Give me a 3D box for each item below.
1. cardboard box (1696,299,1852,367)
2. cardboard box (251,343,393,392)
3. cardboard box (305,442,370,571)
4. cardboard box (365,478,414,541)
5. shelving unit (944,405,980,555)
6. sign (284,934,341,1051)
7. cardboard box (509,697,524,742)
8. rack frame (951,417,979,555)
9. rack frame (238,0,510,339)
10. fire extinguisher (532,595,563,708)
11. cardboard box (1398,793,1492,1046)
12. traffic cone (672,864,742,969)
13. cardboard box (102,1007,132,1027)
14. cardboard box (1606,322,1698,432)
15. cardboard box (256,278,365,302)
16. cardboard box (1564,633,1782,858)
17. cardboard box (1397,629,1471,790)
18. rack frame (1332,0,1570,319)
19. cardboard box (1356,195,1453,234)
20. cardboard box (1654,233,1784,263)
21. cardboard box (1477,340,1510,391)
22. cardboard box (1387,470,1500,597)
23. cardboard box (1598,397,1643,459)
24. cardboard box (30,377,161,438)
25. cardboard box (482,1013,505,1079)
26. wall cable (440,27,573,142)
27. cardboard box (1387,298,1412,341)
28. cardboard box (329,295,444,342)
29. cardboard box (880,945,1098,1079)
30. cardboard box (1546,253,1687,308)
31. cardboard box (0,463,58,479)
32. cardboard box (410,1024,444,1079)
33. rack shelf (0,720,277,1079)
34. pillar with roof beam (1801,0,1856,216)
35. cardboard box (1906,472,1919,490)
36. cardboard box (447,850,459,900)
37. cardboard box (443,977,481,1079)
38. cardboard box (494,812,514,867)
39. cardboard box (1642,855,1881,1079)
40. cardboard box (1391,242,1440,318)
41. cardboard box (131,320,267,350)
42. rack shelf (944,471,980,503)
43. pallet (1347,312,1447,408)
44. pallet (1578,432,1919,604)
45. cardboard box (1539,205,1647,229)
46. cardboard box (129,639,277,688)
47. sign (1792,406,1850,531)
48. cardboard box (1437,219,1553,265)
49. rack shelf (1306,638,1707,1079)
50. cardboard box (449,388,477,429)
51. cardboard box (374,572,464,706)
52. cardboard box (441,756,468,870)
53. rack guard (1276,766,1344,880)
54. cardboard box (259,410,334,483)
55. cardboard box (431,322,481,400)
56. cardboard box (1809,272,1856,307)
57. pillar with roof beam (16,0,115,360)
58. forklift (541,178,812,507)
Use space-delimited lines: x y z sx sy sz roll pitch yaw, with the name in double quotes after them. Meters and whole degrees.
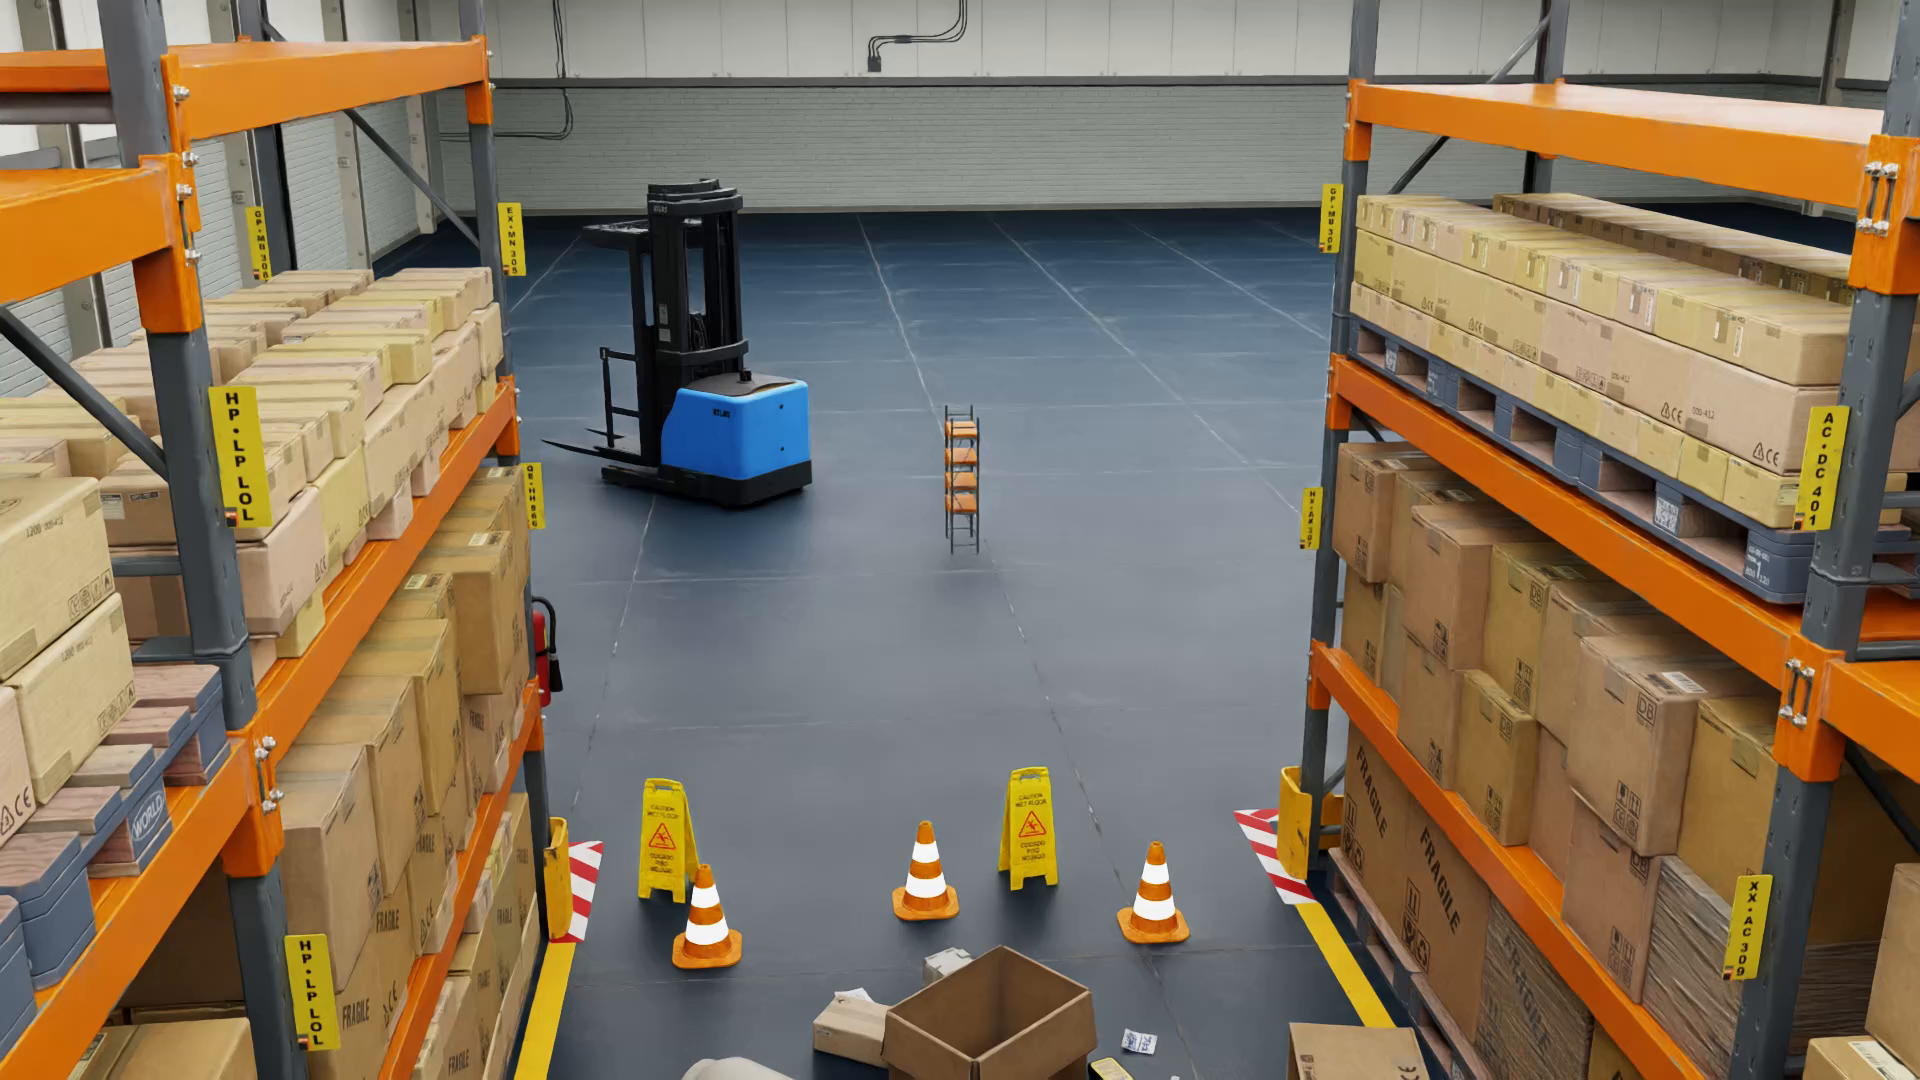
2.369 -0.598 4.787 0.380 0.149 0.250 -2 18 -6 "cardboard box"
-2.114 -0.557 5.524 0.380 0.149 0.250 -1 17 -5 "cardboard box"
-1.999 -0.095 4.718 0.500 0.250 0.500 -2 18 -6 "cardboard box"
-1.998 -0.099 5.397 0.380 0.149 0.250 -2 18 -7 "cardboard box"
0.017 -0.523 14.340 0.258 1.200 0.503 -2 18 -6 "shelving unit"
-1.612 1.129 4.141 0.100 0.325 0.005 -2 18 -6 "sign"
-2.189 0.804 7.527 0.380 0.149 0.250 -2 18 -6 "cardboard box"
0.042 -0.450 14.109 0.240 1.200 0.015 -2 18 -6 "rack frame"
-2.576 -2.355 7.154 1.000 3.000 0.127 -2 18 -6 "rack frame"
-2.130 0.496 8.218 0.296 0.674 0.183 -2 18 -6 "fire extinguisher"
2.565 1.600 7.419 0.875 0.875 0.875 -2 18 -7 "cardboard box"
-1.249 1.806 8.152 0.336 0.463 0.334 -2 18 -6 "traffic cone"
-2.457 1.385 4.595 0.500 0.500 0.500 -2 18 -7 "cardboard box"
2.391 -0.523 5.212 0.500 0.250 0.500 -2 18 -6 "cardboard box"
-2.701 -0.997 6.927 0.380 0.149 0.250 -2 18 -6 "cardboard box"
2.573 0.658 5.520 0.875 0.550 0.550 -2 18 -6 "cardboard box"
2.431 0.696 7.202 0.875 0.550 0.550 -2 18 -6 "cardboard box"
2.337 -2.538 7.737 1.000 3.000 0.127 -2 18 -6 "rack frame"
2.055 -1.506 7.679 0.380 0.149 0.250 -2 17 -5 "cardboard box"
2.866 -1.071 6.293 0.380 0.149 0.250 -2 18 -5 "cardboard box"
2.210 -0.671 6.350 0.380 0.149 0.250 -2 18 -5 "cardboard box"
2.485 0.010 7.583 0.875 0.550 0.550 -2 18 -6 "cardboard box"
2.313 -0.370 5.391 0.380 0.149 0.250 -2 18 -5 "cardboard box"
-2.537 -0.390 4.992 0.380 0.149 0.250 -2 18 -7 "cardboard box"
-2.120 2.162 6.673 0.500 0.250 0.500 -2 18 -8 "cardboard box"
-10.421 -10.340 37.774 3.097 2.526 0.112 -2 18 -6 "wall cable"
2.106 -0.972 7.310 0.380 0.149 0.250 -2 18 -5 "cardboard box"
-2.240 -0.862 6.495 0.380 0.149 0.250 -2 18 -5 "cardboard box"
0.123 2.144 7.009 0.637 0.503 0.797 16 24 42 "cardboard box"
2.265 -0.899 5.744 0.380 0.149 0.250 -2 18 -6 "cardboard box"
-2.414 -0.080 4.005 0.380 0.149 0.250 -1 17 -4 "cardboard box"
-1.964 1.767 5.595 0.380 0.149 0.250 -1 17 -4 "cardboard box"
-1.958 1.207 2.017 1.077 0.370 4.000 -2 18 -6 "rack shelf"
15.618 -11.743 37.059 9.100 9.000 0.400 -2 18 -6 "pillar with roof beam"
3.021 -0.239 4.975 0.380 0.149 0.250 -2 18 -5 "cardboard box"
-2.054 1.260 6.076 0.380 0.149 0.250 -2 18 -6 "cardboard box"
-2.075 1.955 6.079 0.500 0.500 0.500 -1 17 -3 "cardboard box"
-2.130 1.290 7.116 0.380 0.149 0.250 -1 17 -4 "cardboard box"
2.699 1.335 5.166 0.875 0.550 0.550 -2 18 -6 "cardboard box"
2.185 -1.122 7.122 0.500 0.250 0.500 -2 18 -6 "cardboard box"
-2.718 -0.693 5.956 0.380 0.149 0.250 -1 17 -4 "cardboard box"
0.017 -0.459 14.360 0.258 0.148 0.480 -2 18 -6 "rack shelf"
2.424 -0.844 7.497 1.003 0.211 1.213 -2 18 -6 "pallet"
2.675 -0.117 5.181 1.003 0.211 1.213 -2 18 -6 "pallet"
2.760 -1.375 7.260 0.380 0.149 0.250 -1 17 -5 "cardboard box"
-1.950 0.286 4.168 0.380 0.149 0.250 -2 18 -6 "cardboard box"
2.198 -0.182 4.245 0.100 0.325 0.005 -2 18 -6 "sign"
2.159 -1.203 6.714 0.380 0.149 0.250 -2 18 -7 "cardboard box"
2.543 1.264 6.846 1.077 0.370 4.000 -2 18 -6 "rack shelf"
-2.210 -0.553 6.842 0.380 0.149 0.250 -1 17 -4 "cardboard box"
-2.194 0.439 5.938 0.700 0.500 0.500 -2 18 -6 "cardboard box"
-2.118 0.921 6.072 0.500 0.500 0.500 -2 17 -5 "cardboard box"
2.334 1.510 9.033 1.175 0.500 0.348 -2 18 -6 "rack guard"
-1.946 -0.252 4.552 0.380 0.149 0.250 -2 18 -7 "cardboard box"
-2.218 -0.700 6.643 0.500 0.250 0.500 -2 18 -6 "cardboard box"
2.970 -0.770 5.333 0.380 0.149 0.250 -2 18 -7 "cardboard box"
-5.294 -5.673 17.724 9.100 9.000 0.400 -2 18 -6 "pillar with roof beam"
-2.931 -2.040 16.282 3.031 2.935 1.130 12 21 34 "forklift"
